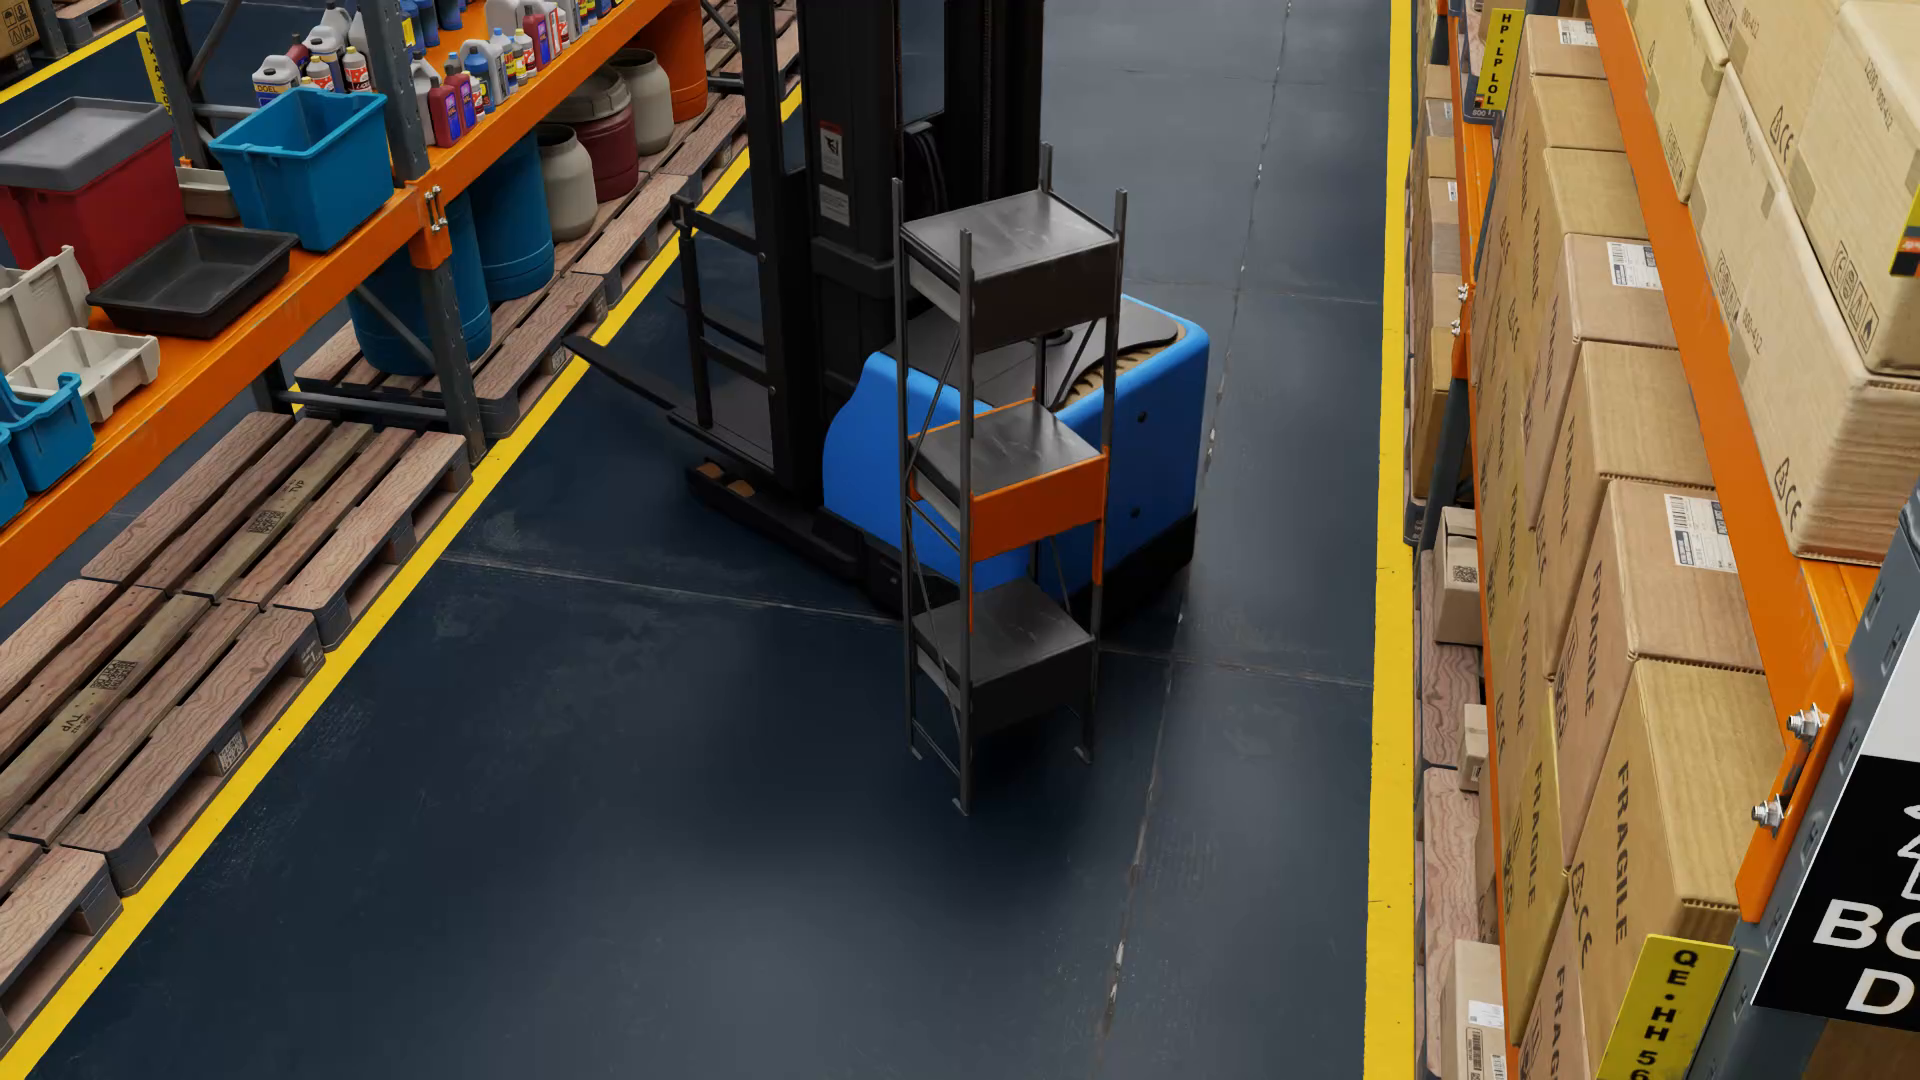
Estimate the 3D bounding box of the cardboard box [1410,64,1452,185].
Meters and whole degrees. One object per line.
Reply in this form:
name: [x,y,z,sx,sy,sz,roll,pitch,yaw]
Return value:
cardboard box: [2.748,-2.236,9.034,0.500,0.500,0.500,9,37,12]

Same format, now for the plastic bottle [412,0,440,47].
plastic bottle: [-2.459,-2.410,7.628,0.097,0.271,0.097,0,36,0]

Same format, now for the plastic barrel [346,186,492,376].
plastic barrel: [-2.435,-1.255,7.355,0.600,0.901,0.708,7,37,10]

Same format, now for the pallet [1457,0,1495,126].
pallet: [2.714,-2.102,7.257,1.003,0.211,1.213,7,37,10]

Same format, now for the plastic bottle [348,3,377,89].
plastic bottle: [-2.550,-2.155,7.209,0.144,0.351,0.185,7,37,10]

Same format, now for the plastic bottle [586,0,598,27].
plastic bottle: [-1.777,-2.573,7.853,0.097,0.271,0.097,0,36,0]

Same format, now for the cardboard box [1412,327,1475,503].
cardboard box: [2.096,-0.486,6.620,0.500,0.500,0.500,7,37,10]

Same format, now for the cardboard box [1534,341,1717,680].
cardboard box: [1.456,-0.031,3.299,0.500,0.500,0.500,8,37,11]

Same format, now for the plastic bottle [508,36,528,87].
plastic bottle: [-1.946,-2.090,7.248,0.097,0.201,0.097,0,36,0]

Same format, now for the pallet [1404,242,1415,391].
pallet: [2.666,-1.045,8.012,1.003,0.211,1.213,7,37,10]

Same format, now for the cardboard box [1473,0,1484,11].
cardboard box: [2.719,-2.630,7.379,0.700,0.500,0.500,14,38,19]

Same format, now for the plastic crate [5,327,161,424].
plastic crate: [-2.646,-0.506,5.066,0.293,0.136,0.466,7,37,10]

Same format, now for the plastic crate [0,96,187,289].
plastic crate: [-3.004,-1.194,5.736,0.402,0.464,0.583,7,37,10]

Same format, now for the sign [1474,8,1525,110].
sign: [1.727,-1.538,5.329,0.100,0.325,0.005,7,37,10]

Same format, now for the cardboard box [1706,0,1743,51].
cardboard box: [1.494,-0.964,2.670,0.500,0.250,0.500,7,37,10]

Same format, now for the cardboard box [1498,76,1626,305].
cardboard box: [1.785,-0.916,4.521,0.500,0.500,0.500,6,36,9]

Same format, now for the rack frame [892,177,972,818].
rack frame: [-0.077,-0.036,5.010,0.015,2.100,0.400,-19,40,-24]

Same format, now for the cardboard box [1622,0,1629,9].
cardboard box: [1.706,-1.335,3.608,0.500,0.250,0.500,7,37,10]

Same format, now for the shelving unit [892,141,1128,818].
shelving unit: [0.132,-0.109,5.111,0.503,2.100,0.431,-19,40,-24]

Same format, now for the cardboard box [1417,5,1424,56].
cardboard box: [3.216,-3.268,10.688,0.500,0.250,0.500,8,37,11]

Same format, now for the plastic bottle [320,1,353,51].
plastic bottle: [-2.691,-2.173,7.234,0.144,0.351,0.185,7,37,10]

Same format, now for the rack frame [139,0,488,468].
rack frame: [-2.568,-1.625,6.436,1.000,3.000,0.127,7,37,10]

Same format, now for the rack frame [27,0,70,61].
rack frame: [-6.552,-4.539,10.456,1.000,3.000,0.127,7,37,10]

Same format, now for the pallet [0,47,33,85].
pallet: [-6.794,-2.967,10.664,1.003,0.211,1.213,7,37,10]

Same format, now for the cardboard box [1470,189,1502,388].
cardboard box: [1.895,-0.784,5.191,0.500,0.500,0.500,8,37,11]

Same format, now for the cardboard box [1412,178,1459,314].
cardboard box: [2.424,-1.348,7.809,0.500,0.500,0.500,6,36,8]

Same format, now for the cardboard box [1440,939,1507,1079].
cardboard box: [1.524,1.343,4.309,0.500,0.250,0.500,7,37,10]

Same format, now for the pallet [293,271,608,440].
pallet: [-2.362,-0.933,7.857,1.003,0.211,1.213,7,37,10]

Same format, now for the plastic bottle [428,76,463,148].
plastic bottle: [-2.073,-1.734,6.686,0.061,0.283,0.133,7,37,10]

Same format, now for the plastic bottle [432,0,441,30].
plastic bottle: [-2.535,-2.550,7.817,0.152,0.276,0.135,7,37,10]

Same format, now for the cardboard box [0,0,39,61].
cardboard box: [-6.720,-3.455,10.414,1.225,0.875,0.875,6,36,8]

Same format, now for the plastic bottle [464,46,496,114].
plastic bottle: [-2.017,-1.930,6.967,0.097,0.271,0.097,0,36,0]

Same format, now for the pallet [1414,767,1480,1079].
pallet: [1.864,1.223,4.883,1.003,0.211,1.213,7,37,10]

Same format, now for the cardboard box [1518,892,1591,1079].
cardboard box: [1.246,0.960,2.784,0.500,0.500,0.500,8,37,11]

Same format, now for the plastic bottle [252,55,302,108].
plastic bottle: [-2.799,-1.841,6.840,0.152,0.276,0.135,7,37,10]

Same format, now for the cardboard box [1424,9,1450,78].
cardboard box: [2.996,-2.910,9.716,0.500,0.311,0.500,8,37,11]

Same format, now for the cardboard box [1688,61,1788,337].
cardboard box: [1.386,-0.475,2.421,0.500,0.250,0.500,7,37,10]

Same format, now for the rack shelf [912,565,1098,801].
rack shelf: [0.133,0.469,5.529,0.480,0.518,0.431,-19,40,-24]

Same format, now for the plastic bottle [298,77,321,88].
plastic bottle: [-2.674,-1.806,6.855,0.097,0.201,0.097,0,36,0]

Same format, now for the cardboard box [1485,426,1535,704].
cardboard box: [1.573,0.088,3.987,0.500,0.500,0.500,7,36,9]

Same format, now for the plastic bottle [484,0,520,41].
plastic bottle: [-2.048,-2.342,7.531,0.152,0.276,0.135,7,37,10]

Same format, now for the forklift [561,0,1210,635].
forklift: [-0.503,-1.463,6.271,3.031,2.935,1.130,29,45,34]

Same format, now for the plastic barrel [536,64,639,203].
plastic barrel: [-2.043,-2.181,8.901,0.600,0.588,0.708,7,37,10]

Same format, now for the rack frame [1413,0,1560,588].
rack frame: [2.270,-1.002,5.576,1.000,3.000,0.127,7,37,10]

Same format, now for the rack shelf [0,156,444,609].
rack shelf: [-2.995,-0.187,5.065,1.077,0.370,4.000,7,37,10]

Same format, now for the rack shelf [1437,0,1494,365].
rack shelf: [2.698,-1.857,7.369,1.077,0.370,4.000,7,37,10]

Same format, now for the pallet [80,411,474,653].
pallet: [-2.687,-0.069,6.666,1.003,0.211,1.213,7,37,10]

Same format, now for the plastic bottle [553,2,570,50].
plastic bottle: [-1.847,-2.356,7.614,0.097,0.201,0.097,0,36,0]
